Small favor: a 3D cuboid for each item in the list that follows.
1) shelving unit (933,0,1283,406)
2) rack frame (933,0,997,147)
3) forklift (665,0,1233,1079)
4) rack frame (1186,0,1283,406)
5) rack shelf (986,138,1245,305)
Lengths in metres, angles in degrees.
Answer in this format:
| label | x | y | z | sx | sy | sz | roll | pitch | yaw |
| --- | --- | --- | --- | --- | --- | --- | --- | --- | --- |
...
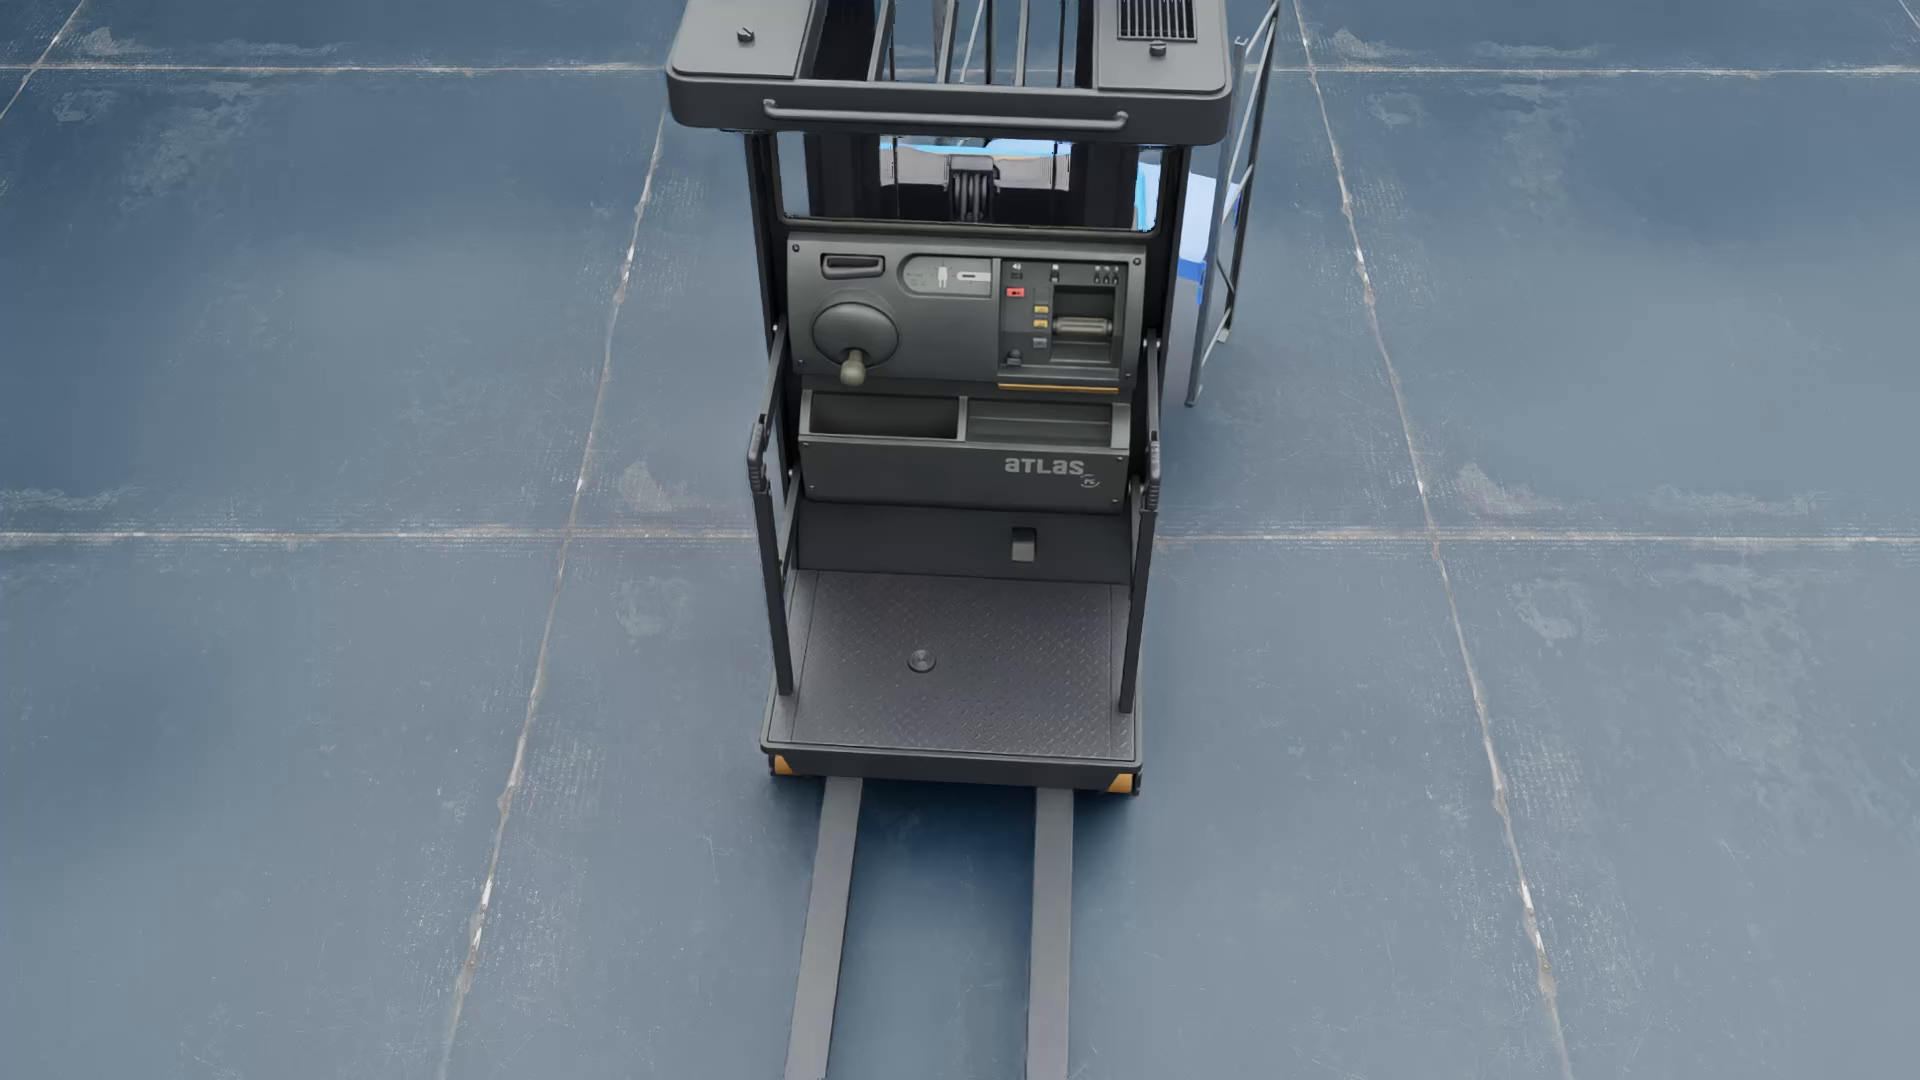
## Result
| label | x | y | z | sx | sy | sz | roll | pitch | yaw |
| --- | --- | --- | --- | --- | --- | --- | --- | --- | --- |
| shelving unit | 0.491 | -1.331 | 5.964 | 1.048 | 1.500 | 0.538 | 17 | 49 | 15 |
| rack frame | 0.023 | -1.477 | 6.100 | 0.032 | 1.500 | 0.500 | 17 | 49 | 15 |
| forklift | 0.002 | -0.491 | 4.204 | 1.130 | 2.935 | 3.031 | 3 | 47 | 3 |
| rack frame | 0.958 | -1.185 | 5.829 | 0.032 | 1.500 | 0.500 | 17 | 49 | 15 |
| rack shelf | 0.491 | -1.209 | 6.096 | 1.000 | 0.185 | 0.538 | 17 | 49 | 15 |
